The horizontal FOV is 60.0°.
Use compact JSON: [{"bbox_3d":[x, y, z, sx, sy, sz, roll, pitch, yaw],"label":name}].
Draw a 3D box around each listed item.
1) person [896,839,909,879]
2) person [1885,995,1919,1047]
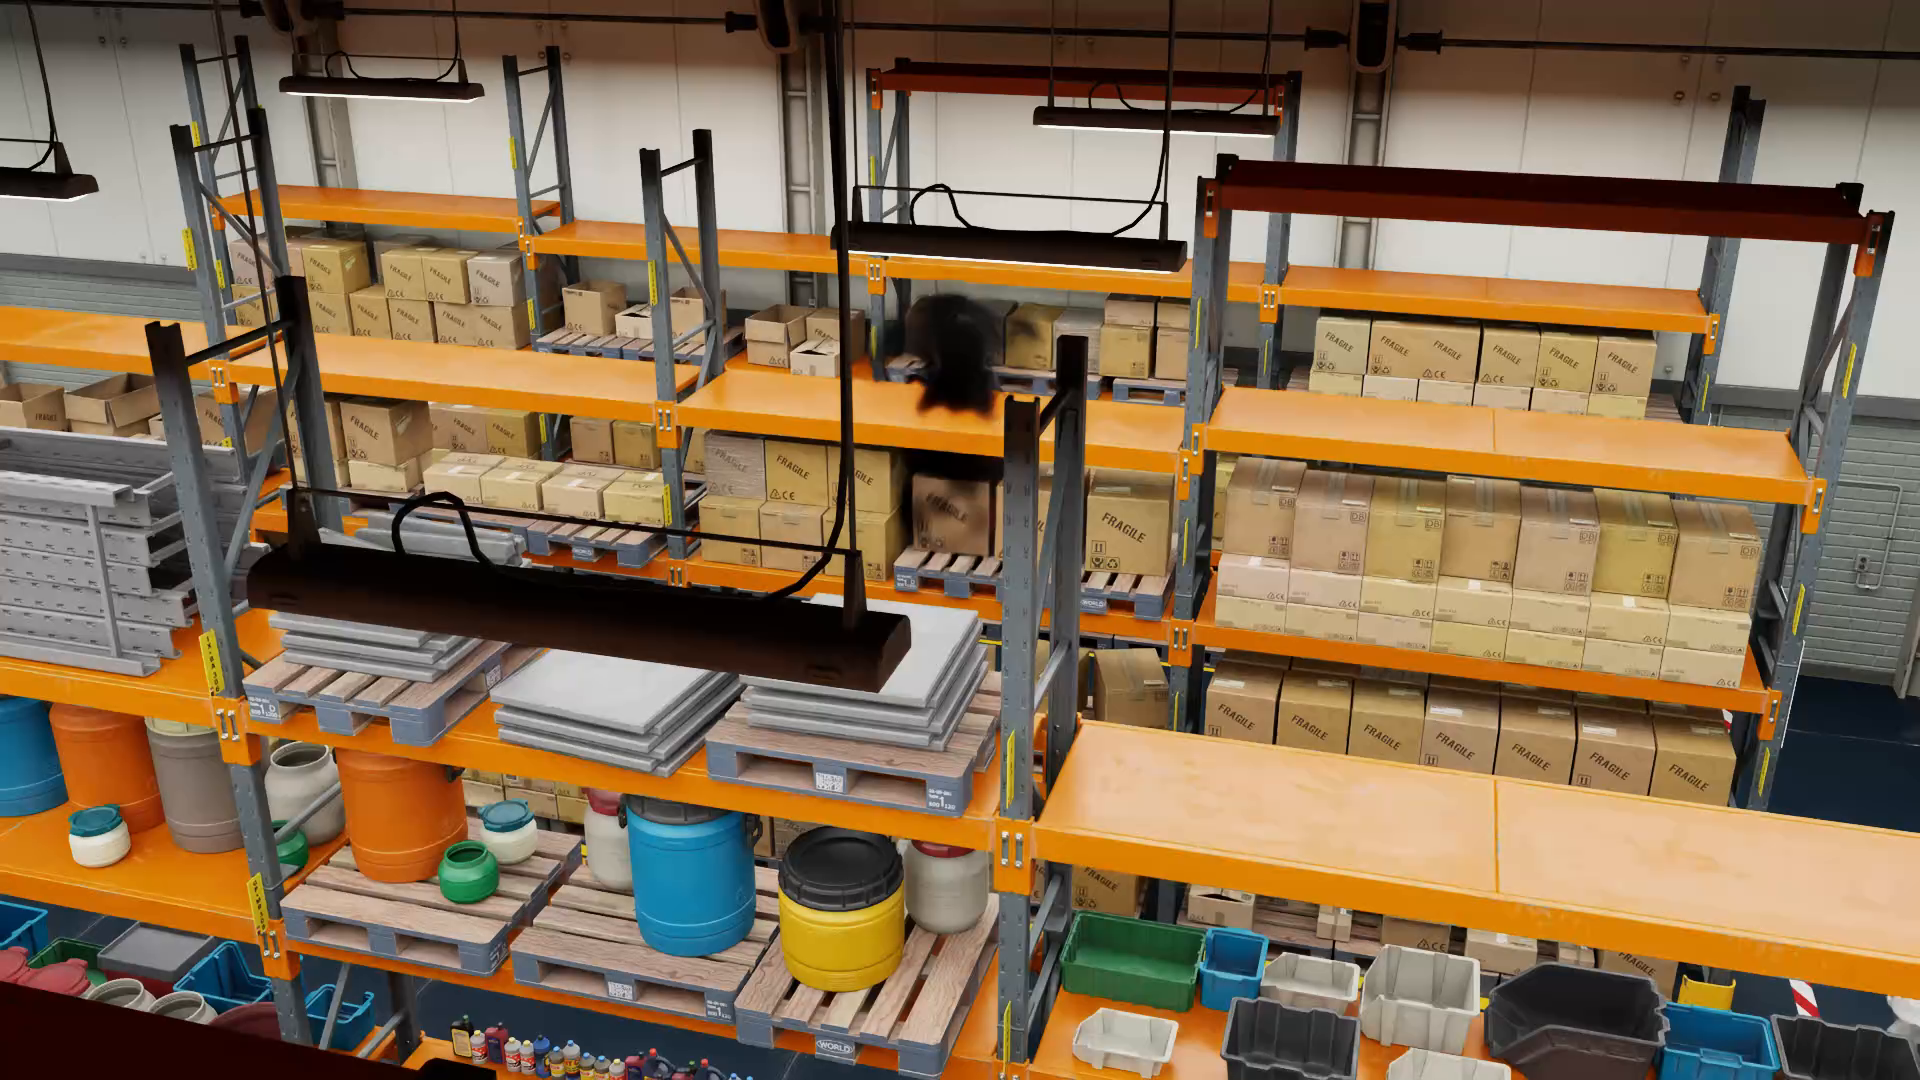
[{"bbox_3d":[-0.171,2.862,11.681,0.680,1.713,0.652,0,23,-1],"label":"person"},{"bbox_3d":[6.302,3.119,10.960,0.850,1.833,0.628,2,23,4],"label":"person"}]
